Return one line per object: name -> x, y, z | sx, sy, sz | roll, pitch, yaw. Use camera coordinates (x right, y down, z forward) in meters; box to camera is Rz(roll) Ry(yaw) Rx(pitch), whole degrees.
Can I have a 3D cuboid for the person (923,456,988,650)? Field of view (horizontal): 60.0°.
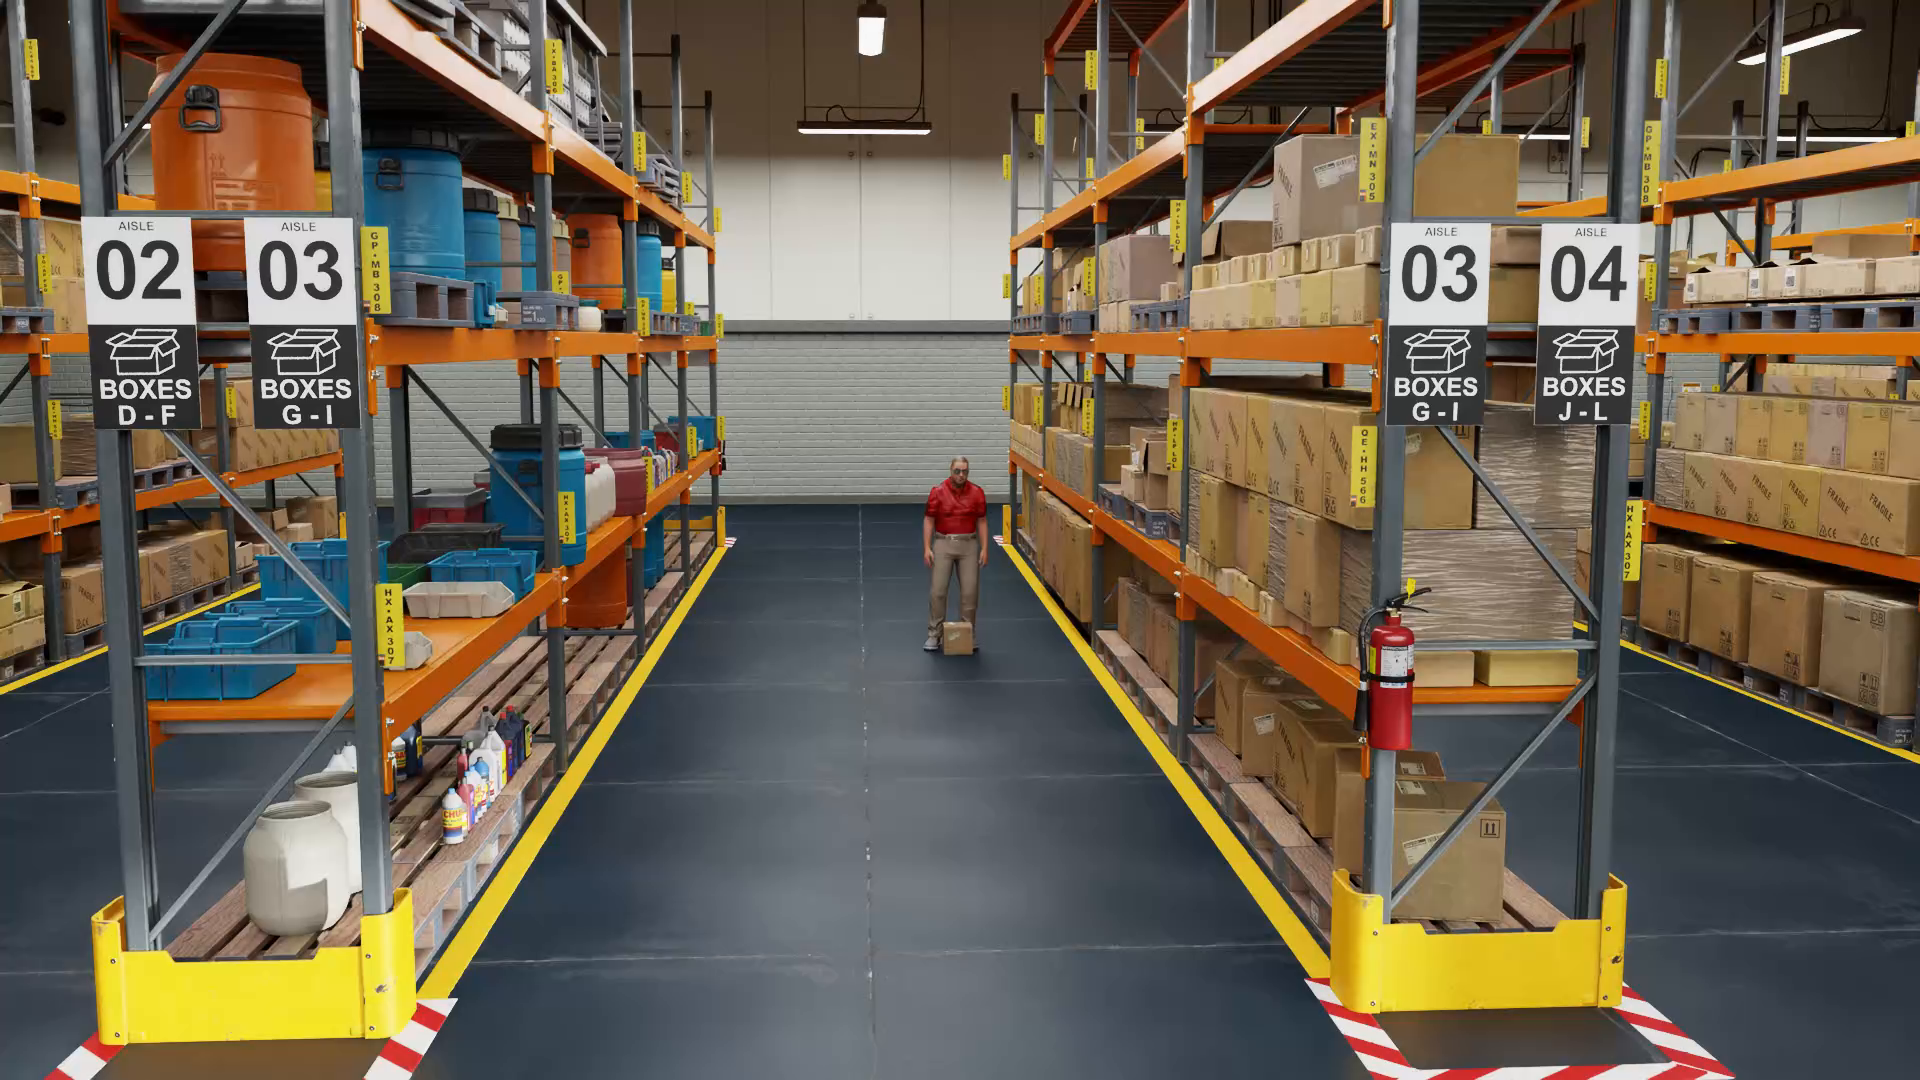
person -> -0.041, 0.108, 14.899 | 0.603, 1.726, 0.394 | -1, 7, -7
